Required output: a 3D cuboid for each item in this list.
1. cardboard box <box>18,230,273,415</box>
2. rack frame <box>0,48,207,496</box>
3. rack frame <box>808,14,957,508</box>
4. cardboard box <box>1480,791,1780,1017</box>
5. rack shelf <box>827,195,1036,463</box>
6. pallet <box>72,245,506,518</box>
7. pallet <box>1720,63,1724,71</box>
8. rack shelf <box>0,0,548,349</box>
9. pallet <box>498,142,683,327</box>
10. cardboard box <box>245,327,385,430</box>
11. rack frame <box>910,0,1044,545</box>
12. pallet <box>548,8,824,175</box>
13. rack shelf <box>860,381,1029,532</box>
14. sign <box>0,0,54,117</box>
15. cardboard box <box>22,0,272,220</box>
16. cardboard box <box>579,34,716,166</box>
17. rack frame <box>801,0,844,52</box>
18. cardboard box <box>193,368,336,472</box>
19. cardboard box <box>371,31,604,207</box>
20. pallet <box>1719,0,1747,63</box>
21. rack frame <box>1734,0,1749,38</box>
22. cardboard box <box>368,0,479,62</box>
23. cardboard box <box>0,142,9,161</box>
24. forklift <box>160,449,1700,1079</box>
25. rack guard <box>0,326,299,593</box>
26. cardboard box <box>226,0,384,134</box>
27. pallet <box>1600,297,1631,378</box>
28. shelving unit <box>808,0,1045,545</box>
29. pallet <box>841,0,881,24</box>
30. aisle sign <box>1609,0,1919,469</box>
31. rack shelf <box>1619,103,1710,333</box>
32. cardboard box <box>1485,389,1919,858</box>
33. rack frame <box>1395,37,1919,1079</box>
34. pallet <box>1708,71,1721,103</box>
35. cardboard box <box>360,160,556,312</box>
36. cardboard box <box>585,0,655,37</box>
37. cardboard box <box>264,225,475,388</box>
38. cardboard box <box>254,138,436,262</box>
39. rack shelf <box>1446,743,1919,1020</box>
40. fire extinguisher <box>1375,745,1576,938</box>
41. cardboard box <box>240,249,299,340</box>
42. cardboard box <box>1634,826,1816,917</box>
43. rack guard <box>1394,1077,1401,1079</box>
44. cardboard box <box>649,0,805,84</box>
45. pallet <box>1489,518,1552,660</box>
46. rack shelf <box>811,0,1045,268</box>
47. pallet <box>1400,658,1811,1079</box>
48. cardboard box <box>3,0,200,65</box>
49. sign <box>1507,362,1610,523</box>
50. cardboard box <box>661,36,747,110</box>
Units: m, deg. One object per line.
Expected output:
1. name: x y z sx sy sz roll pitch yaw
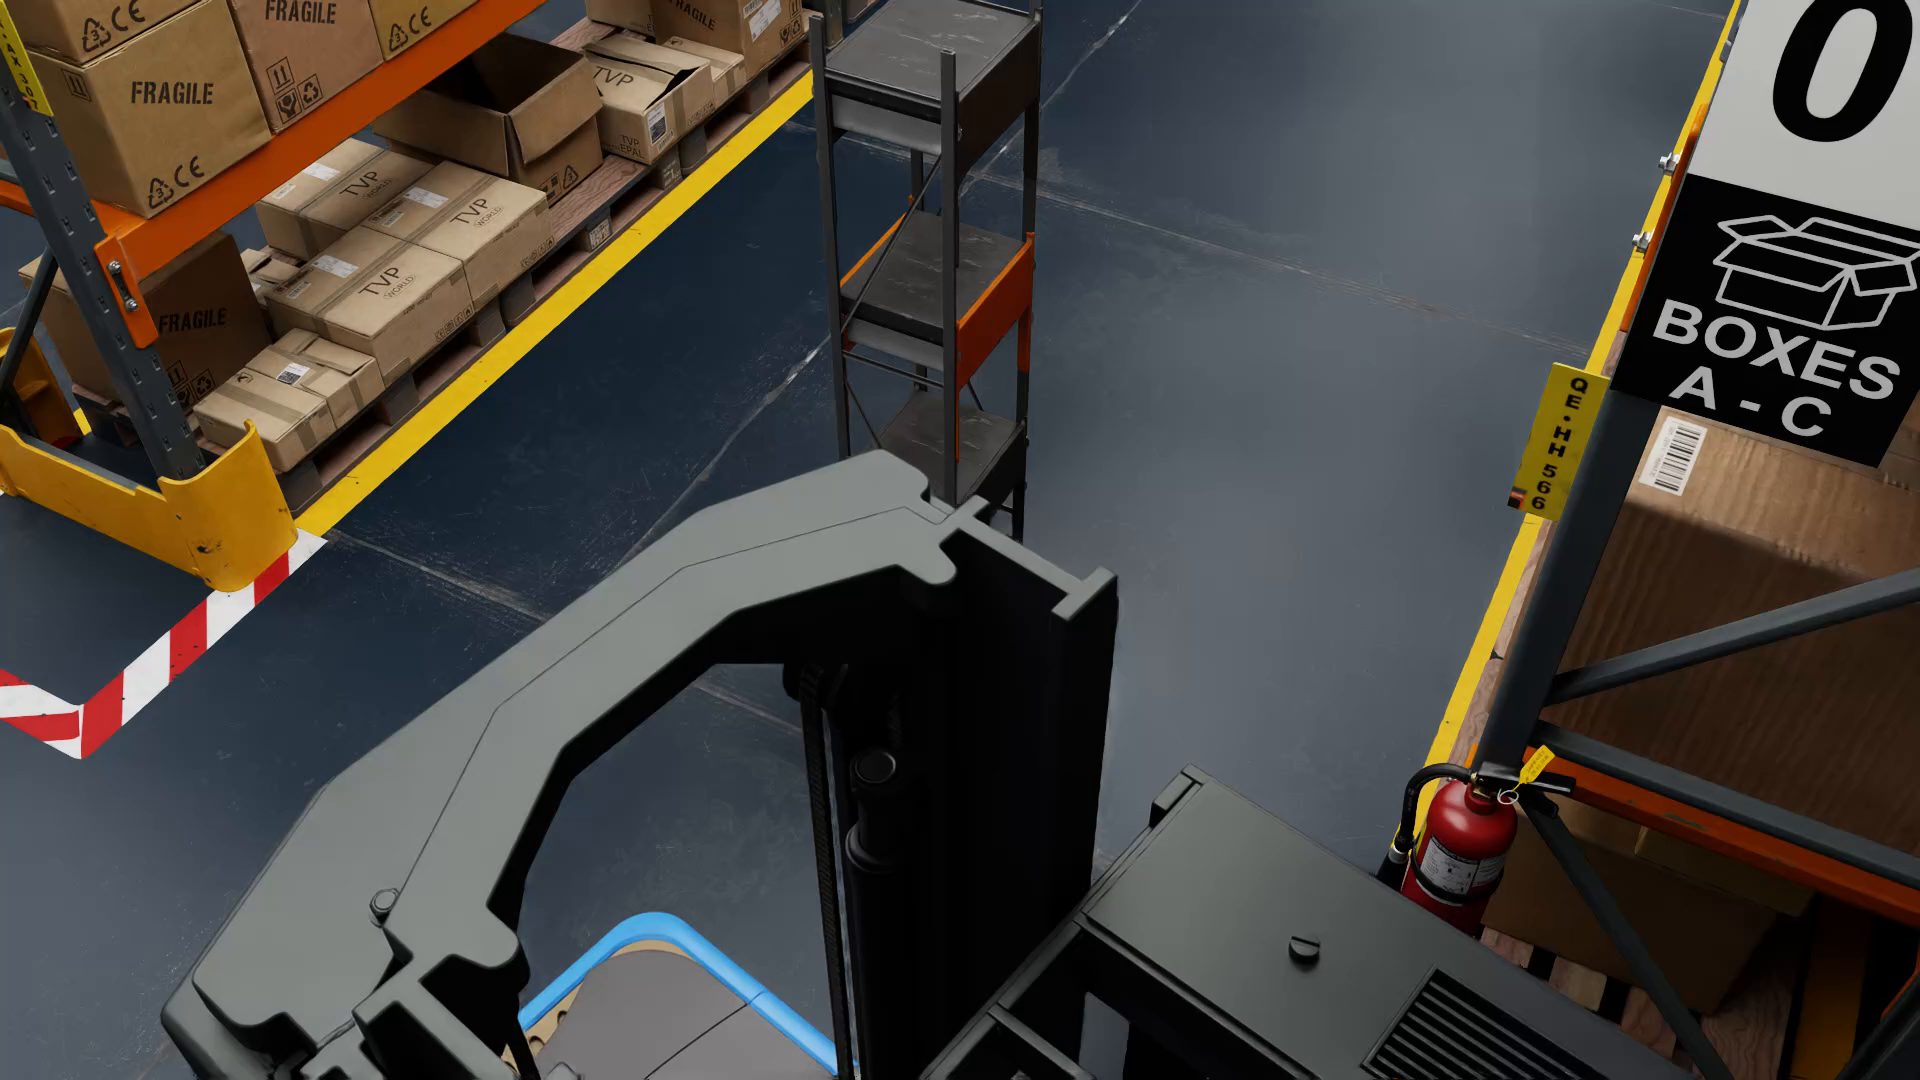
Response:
1. cardboard box: -2.866 -0.814 5.894 0.500 0.500 0.500 20 49 19
2. rack frame: -2.901 -1.115 4.743 1.000 3.000 0.127 20 49 19
3. rack frame: -0.190 -0.480 4.748 0.400 2.100 0.015 20 49 19
4. cardboard box: 1.725 0.776 4.337 0.700 0.500 0.500 20 49 19
5. rack shelf: -0.077 -0.624 4.910 0.431 0.518 0.480 20 49 19
6. pallet: -2.496 -0.685 6.279 1.003 0.211 1.213 20 49 19
7. pallet: 4.202 -2.304 7.878 1.003 0.211 1.213 20 49 19
8. rack shelf: -1.972 -2.122 6.244 1.077 0.370 4.000 20 49 19
9. pallet: -1.929 -1.450 7.035 1.003 0.211 1.213 20 49 19
10. cardboard box: -2.286 -0.581 5.898 0.380 0.166 0.250 20 49 19
11. rack frame: 0.036 -0.788 5.052 0.400 2.100 0.015 20 49 19
12. pallet: -1.363 -2.222 7.798 1.003 0.211 1.213 20 49 19
13. rack shelf: -0.077 -0.132 5.408 0.431 0.518 0.480 20 49 19
14. sign: -2.420 -1.240 4.258 0.100 0.325 0.005 20 49 19
15. cardboard box: -2.461 -1.342 4.897 0.500 0.500 0.500 21 49 20
16. cardboard box: -1.405 -1.919 7.119 0.500 0.311 0.500 20 49 19
17. rack frame: -1.044 -3.635 7.233 1.000 3.000 0.127 20 49 19
18. cardboard box: -2.402 -0.417 5.749 0.380 0.149 0.250 20 49 19
19. cardboard box: -1.911 -1.726 6.793 0.797 0.503 0.637 20 49 19
20. pallet: 1.824 -0.976 2.558 1.003 0.211 1.213 20 49 19
21. rack frame: 1.489 -1.590 0.995 1.000 3.000 0.127 20 49 19
22. cardboard box: -1.991 -1.984 5.532 0.500 0.500 0.500 20 49 19
23. cardboard box: -2.934 -1.522 5.075 0.500 0.500 0.500 22 49 20
24. forklift: 0.163 1.420 2.286 3.031 2.935 1.130 31 53 27
25. rack guard: -2.865 -0.284 5.679 1.175 0.500 0.348 20 49 19
26. cardboard box: -2.226 -1.669 5.220 0.500 0.500 0.500 20 49 19
27. pallet: 2.923 -0.568 6.163 1.003 0.211 1.213 20 49 19
28. shelving unit: -0.077 -0.634 4.900 0.431 2.100 0.503 20 49 19
29. pallet: -0.700 -3.179 8.744 1.003 0.211 1.213 20 49 19
30. aisle sign: 1.190 -0.449 2.257 0.394 0.787 0.004 20 49 19
31. rack shelf: 2.417 -1.543 3.563 1.077 0.370 4.000 20 49 19
32. cardboard box: 1.717 0.089 3.343 0.980 0.700 0.700 23 50 21
33. rack frame: 1.489 0.519 3.129 1.000 3.000 0.127 20 49 19
34. pallet: 3.637 -1.532 7.116 1.003 0.211 1.213 20 49 19
35. cardboard box: -1.933 -1.182 6.433 0.500 0.250 0.500 20 49 19
36. cardboard box: -1.430 -2.651 7.842 0.500 0.311 0.500 20 49 19
37. cardboard box: -2.165 -0.867 6.121 0.500 0.250 0.500 20 49 19
38. cardboard box: -2.399 -1.315 6.565 0.500 0.250 0.500 20 49 19
39. rack shelf: 2.417 -0.489 4.630 1.077 0.370 4.000 20 49 19
40. fire extinguisher: 1.010 0.619 3.345 0.296 0.674 0.183 20 49 19
41. cardboard box: -2.599 -0.923 6.236 0.380 0.166 0.250 20 49 19
42. cardboard box: 1.844 0.692 3.963 0.380 0.149 0.250 21 49 19
43. rack guard: 1.478 1.412 4.003 1.175 0.500 0.348 20 49 19
44. cardboard box: -1.057 -2.458 7.518 0.500 0.500 0.500 20 49 19
45. pallet: 2.358 0.204 5.400 1.003 0.211 1.213 20 49 19
46. rack shelf: -0.077 -1.116 4.412 0.431 0.518 0.480 20 49 19
47. pallet: 1.791 0.969 4.644 1.003 0.211 1.213 20 49 19
48. cardboard box: -2.461 -1.694 4.542 0.500 0.500 0.500 22 49 20
49. sign: 1.015 -0.160 2.818 0.100 0.325 0.005 20 49 19
50. cardboard box: -1.178 -2.078 7.390 0.380 0.149 0.250 20 49 19
